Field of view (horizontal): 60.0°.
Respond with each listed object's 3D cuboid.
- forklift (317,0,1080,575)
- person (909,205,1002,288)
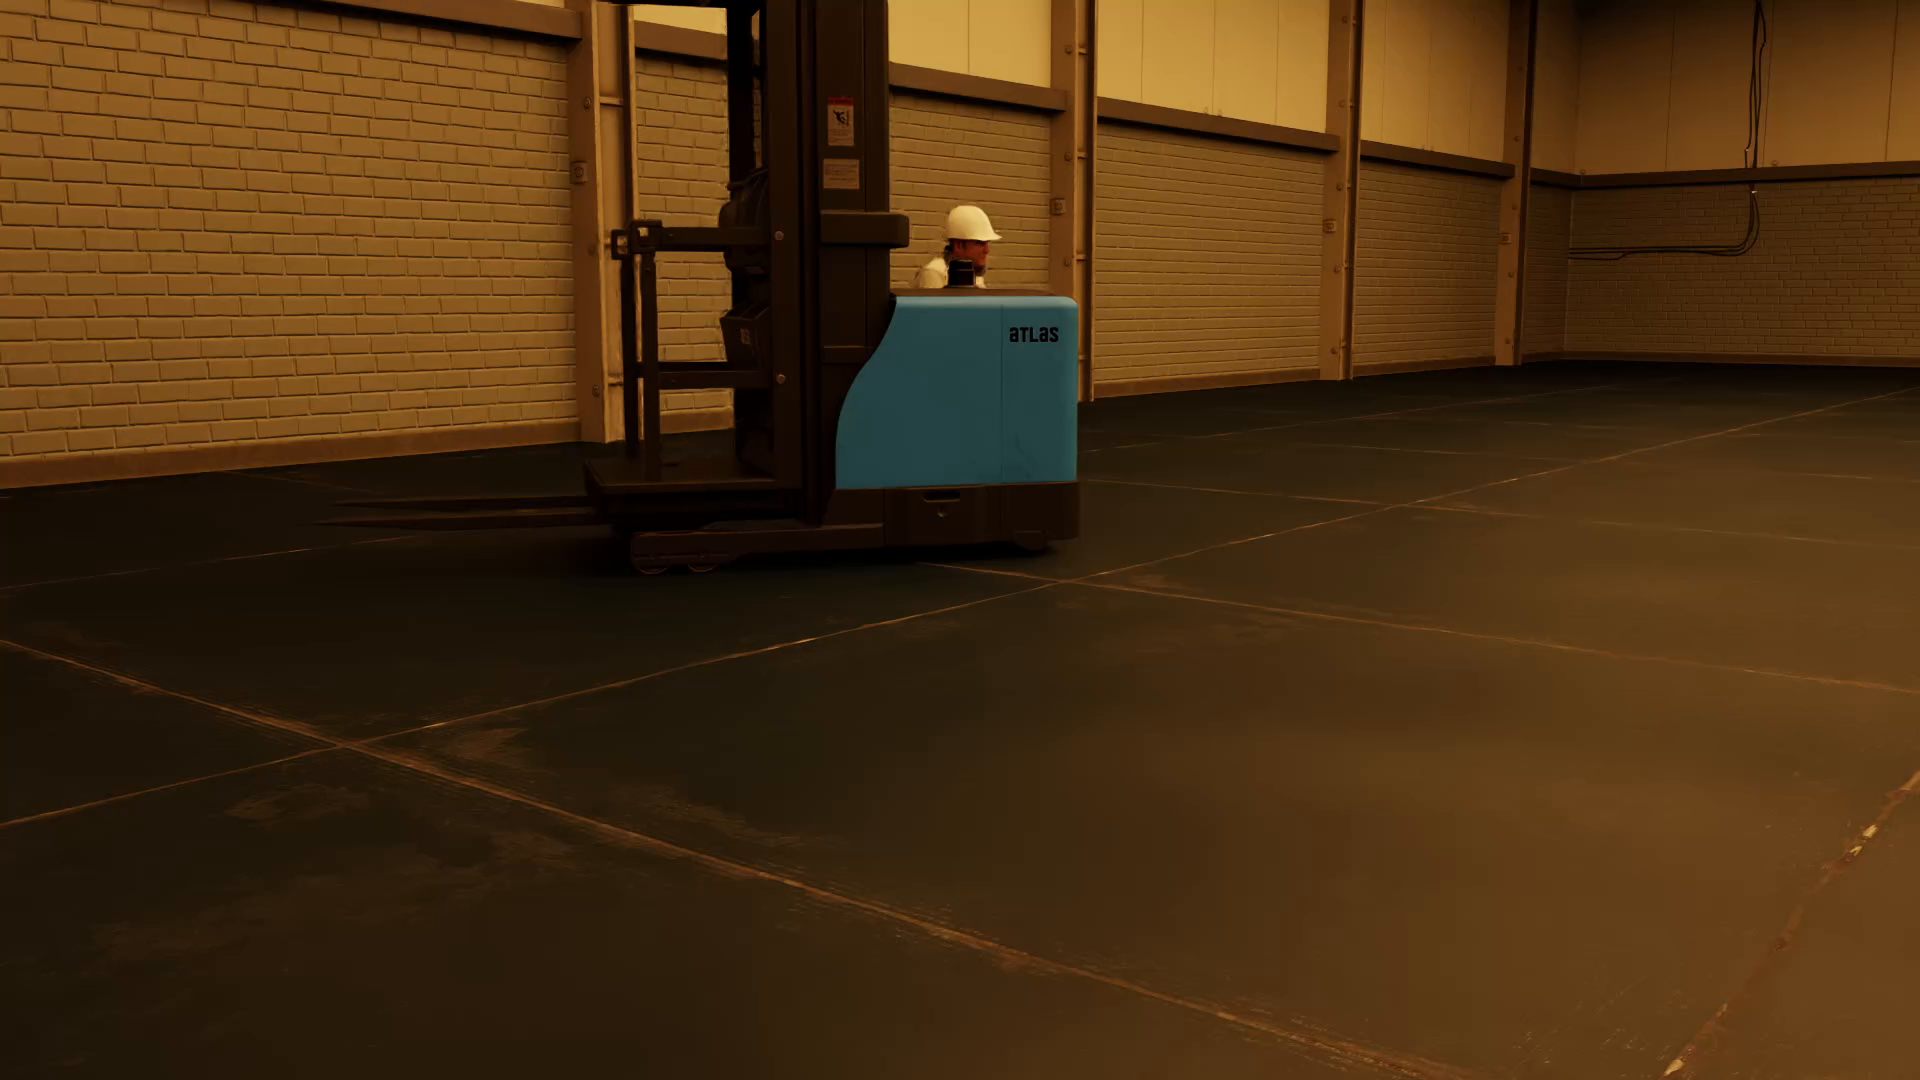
[{"bbox_3d":[-1.071,-1.400,6.848,3.031,2.935,1.130,-2,9,-16],"label":"forklift"},{"bbox_3d":[0.150,-0.846,7.997,0.921,1.508,0.787,5,10,30],"label":"person"}]
